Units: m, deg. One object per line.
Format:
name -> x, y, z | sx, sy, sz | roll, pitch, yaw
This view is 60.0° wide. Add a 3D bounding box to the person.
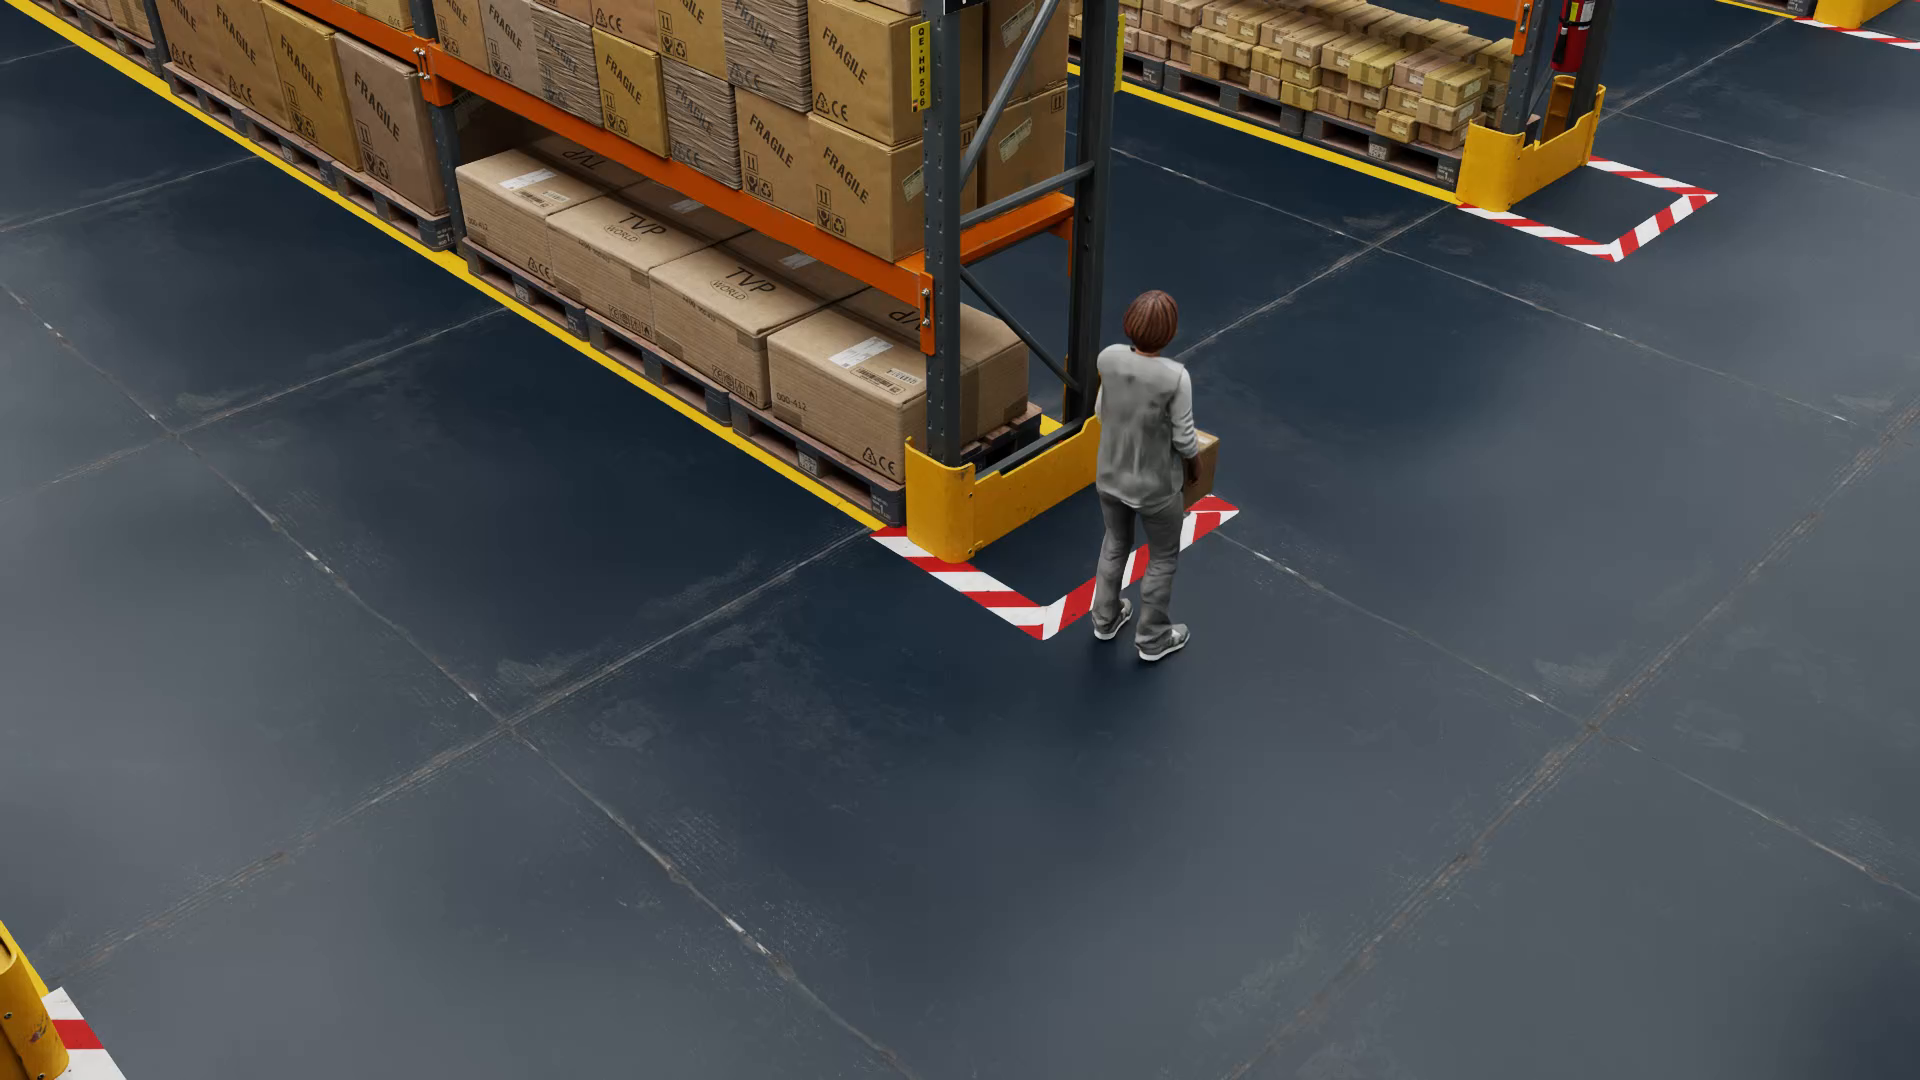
person -> 0.722, -0.251, 6.493 | 0.444, 1.602, 0.384 | 24, 42, 29
